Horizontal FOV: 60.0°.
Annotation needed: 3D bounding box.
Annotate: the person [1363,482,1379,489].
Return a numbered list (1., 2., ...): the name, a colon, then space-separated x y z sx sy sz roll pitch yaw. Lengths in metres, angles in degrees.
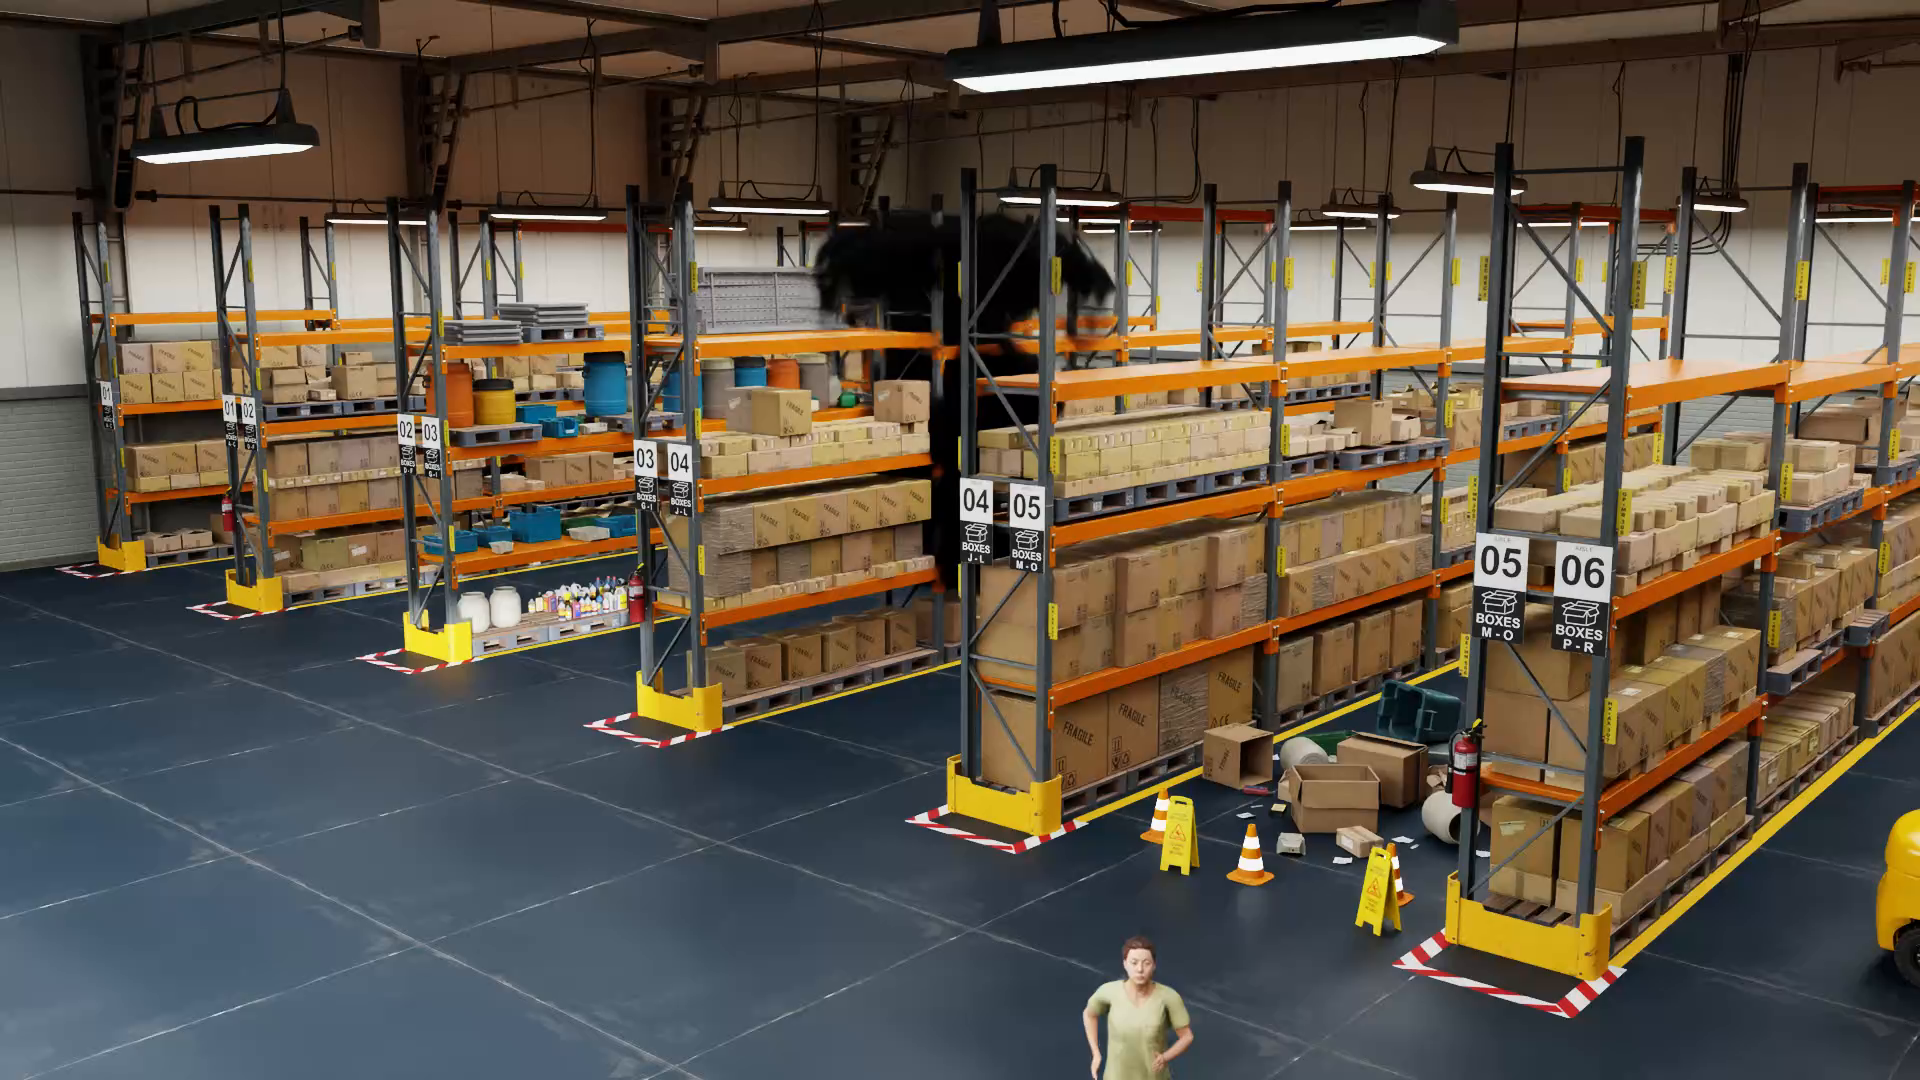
1. person: 6.035 0.010 24.503 0.677 1.821 0.740 7 12 36

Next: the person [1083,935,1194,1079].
1. person: 0.945 2.903 8.881 0.590 1.642 0.874 1 10 5

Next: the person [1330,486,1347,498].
1. person: 6.208 -0.136 27.027 0.627 1.731 1.116 8 12 39
